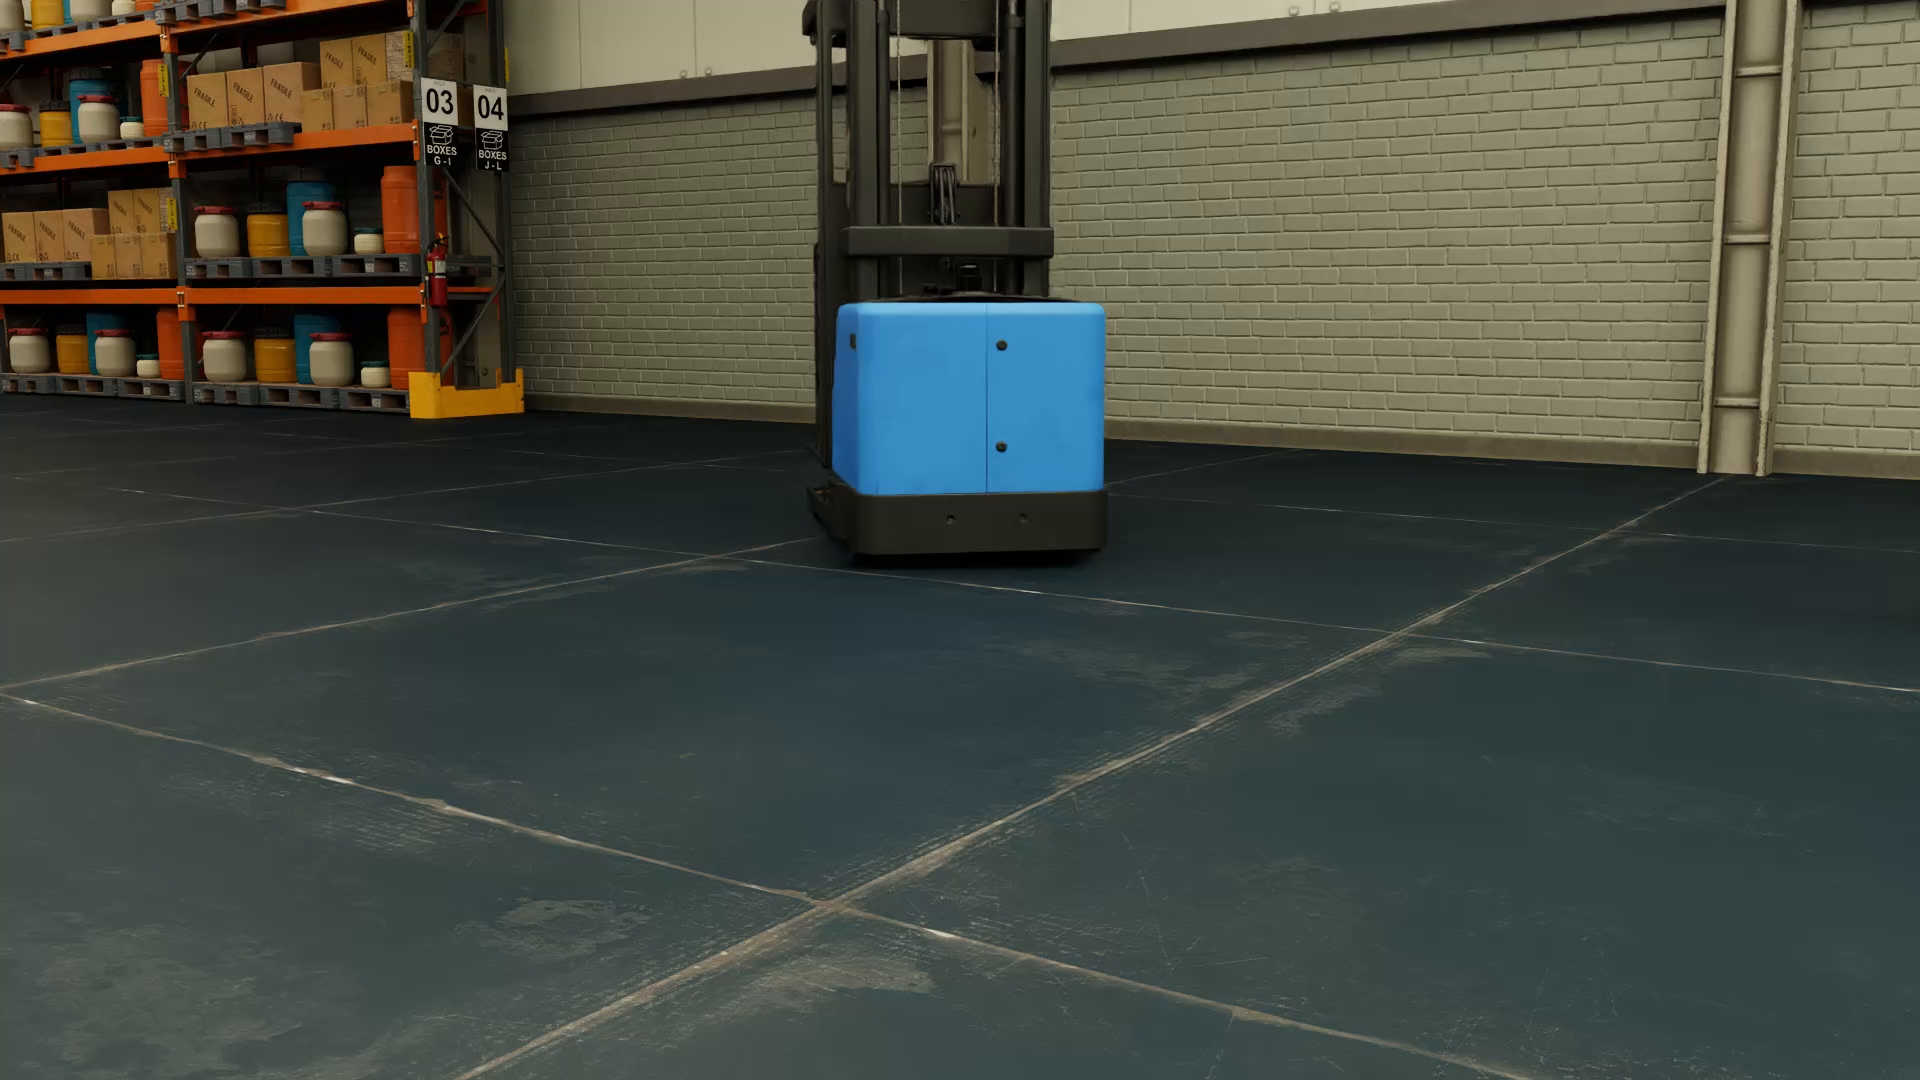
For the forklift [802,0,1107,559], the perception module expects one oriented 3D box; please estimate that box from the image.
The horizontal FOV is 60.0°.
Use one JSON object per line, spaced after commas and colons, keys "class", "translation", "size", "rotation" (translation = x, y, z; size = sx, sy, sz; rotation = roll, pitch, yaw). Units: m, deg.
{"class": "forklift", "translation": [-0.168, -1.540, 8.022], "size": [1.130, 2.935, 3.031], "rotation": [-2, 8, -11]}
